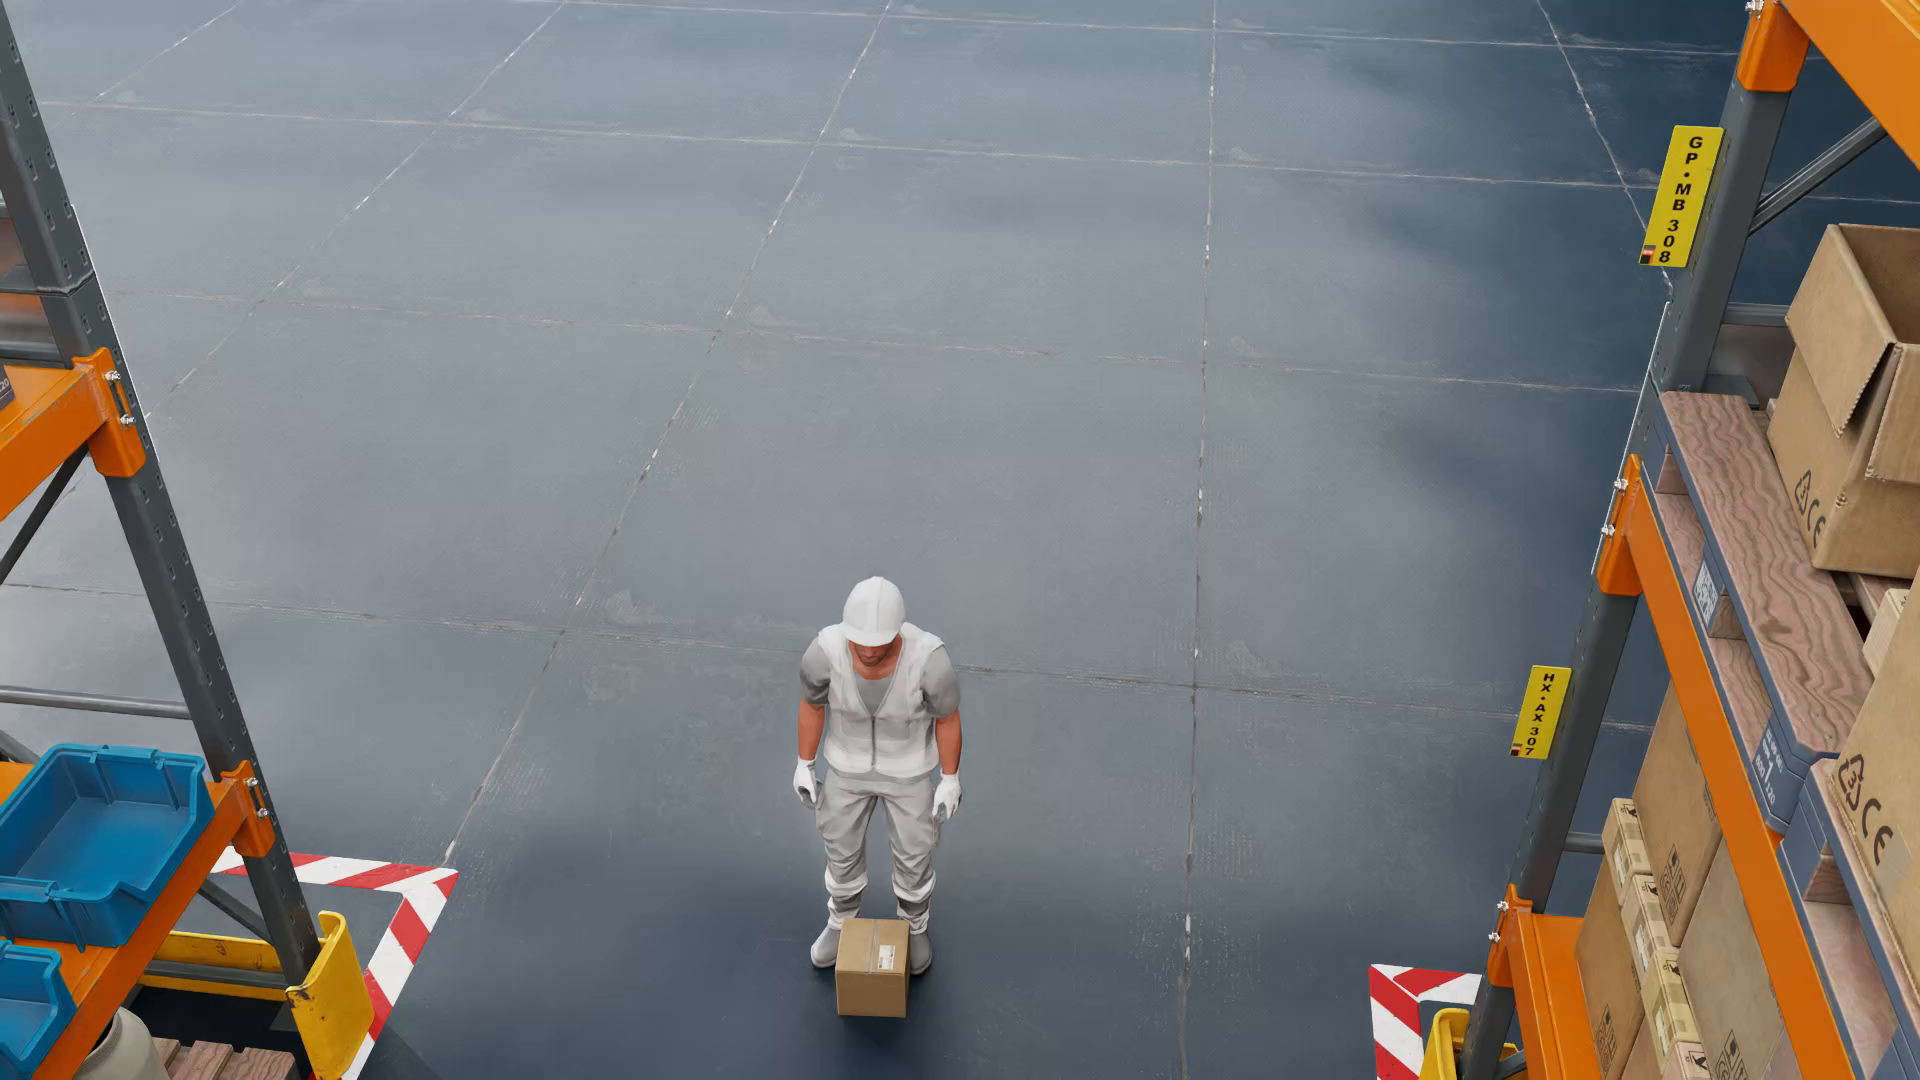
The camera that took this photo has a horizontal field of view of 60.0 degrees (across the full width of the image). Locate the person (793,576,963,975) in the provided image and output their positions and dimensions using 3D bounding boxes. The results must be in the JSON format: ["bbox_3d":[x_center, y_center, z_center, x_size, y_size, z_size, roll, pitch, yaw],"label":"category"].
[{"bbox_3d":[-0.289,0.828,5.880,0.608,1.780,0.448,5,36,6],"label":"person"}]
